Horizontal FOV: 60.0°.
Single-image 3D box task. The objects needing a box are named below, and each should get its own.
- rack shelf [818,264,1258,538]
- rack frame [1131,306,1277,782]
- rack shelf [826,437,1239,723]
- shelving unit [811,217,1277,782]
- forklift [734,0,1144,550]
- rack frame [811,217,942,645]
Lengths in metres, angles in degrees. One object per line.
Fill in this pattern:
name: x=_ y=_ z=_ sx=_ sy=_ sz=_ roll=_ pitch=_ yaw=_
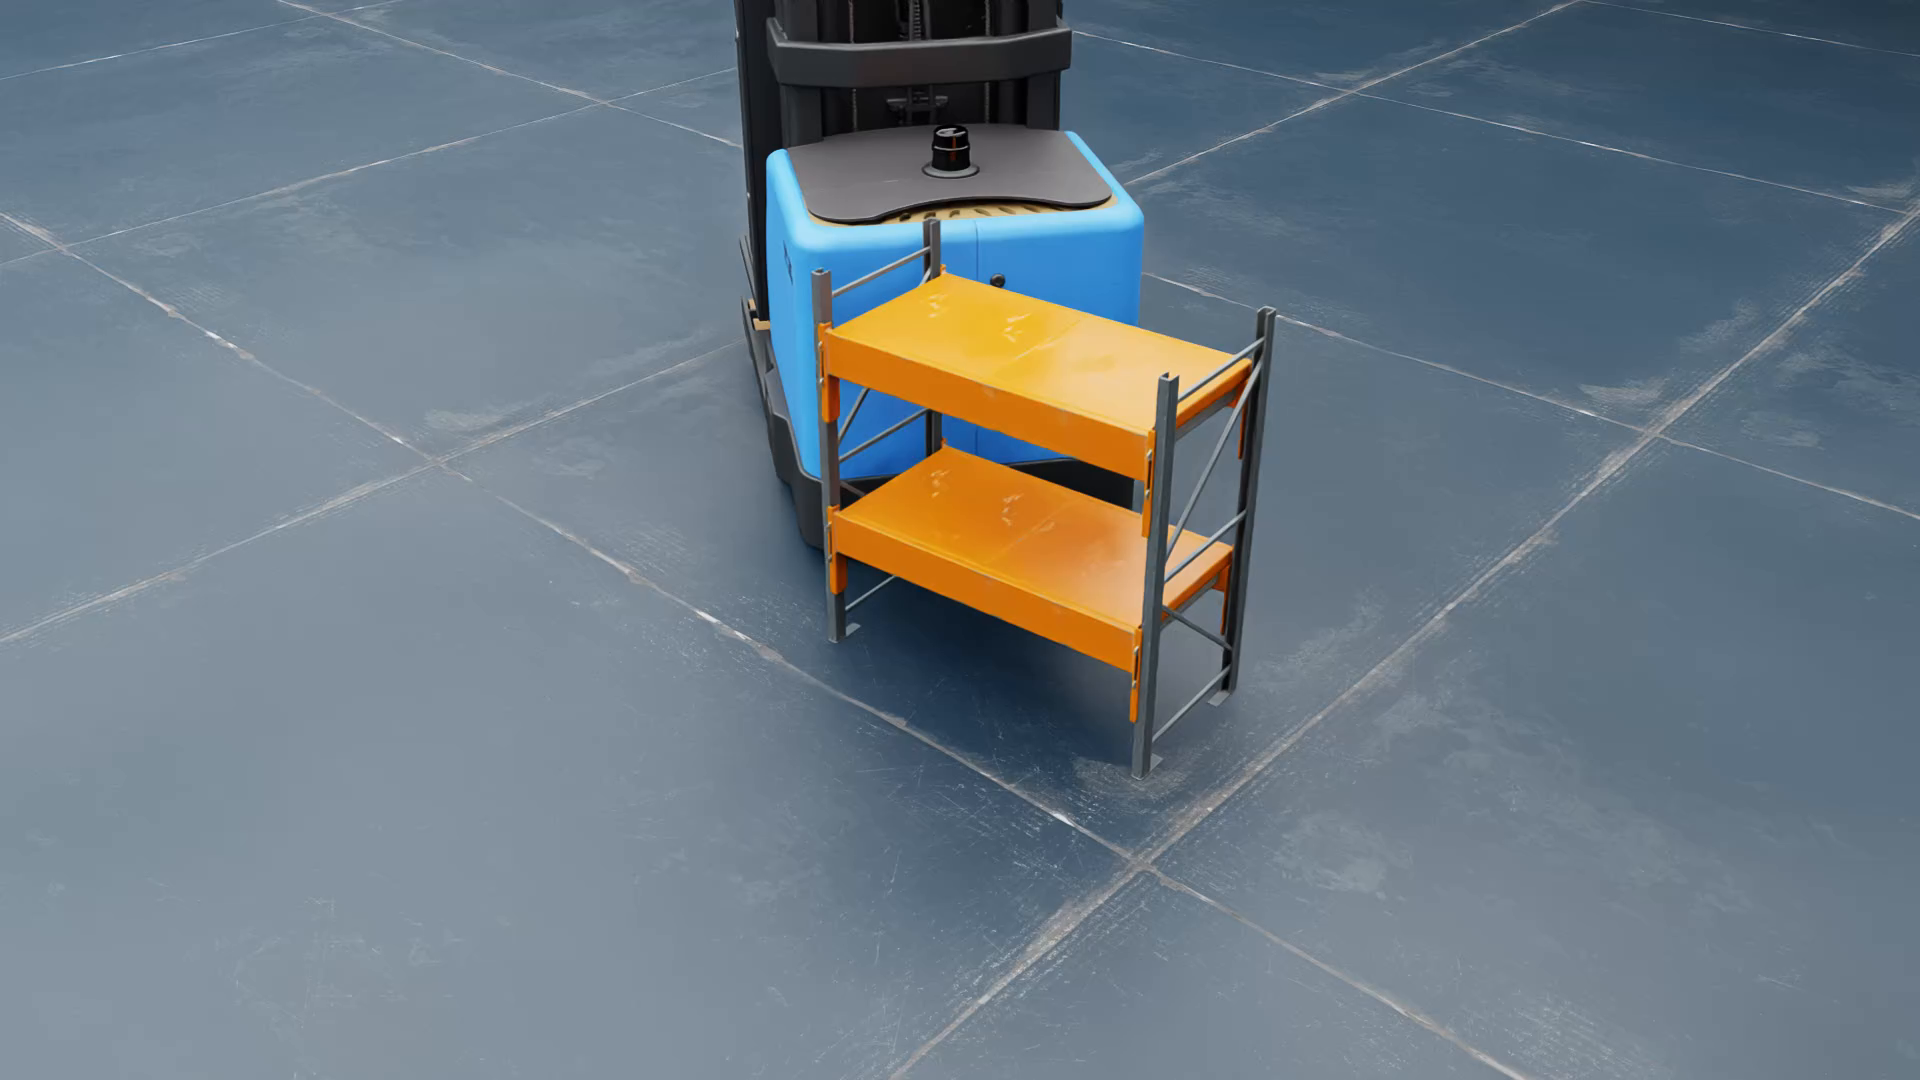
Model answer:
rack shelf: x=0.192 y=-0.383 z=4.228 sx=1.000 sy=0.278 sz=0.538 roll=21 pitch=37 yaw=31
rack frame: x=0.598 y=0.025 z=4.117 sx=0.032 sy=1.125 sz=0.500 roll=21 pitch=37 yaw=31
rack shelf: x=0.192 y=0.077 z=4.505 sx=1.000 sy=0.278 sz=0.538 roll=21 pitch=37 yaw=31
shelving unit: x=0.192 y=-0.132 z=4.379 sx=1.048 sy=1.125 sz=0.538 roll=21 pitch=37 yaw=31
forklift: x=-0.246 y=-1.969 z=5.680 sx=1.130 sy=2.935 sz=3.031 roll=-6 pitch=32 yaw=-10
rack frame: x=-0.214 y=-0.290 z=4.641 sx=0.032 sy=1.125 sz=0.500 roll=21 pitch=37 yaw=31
